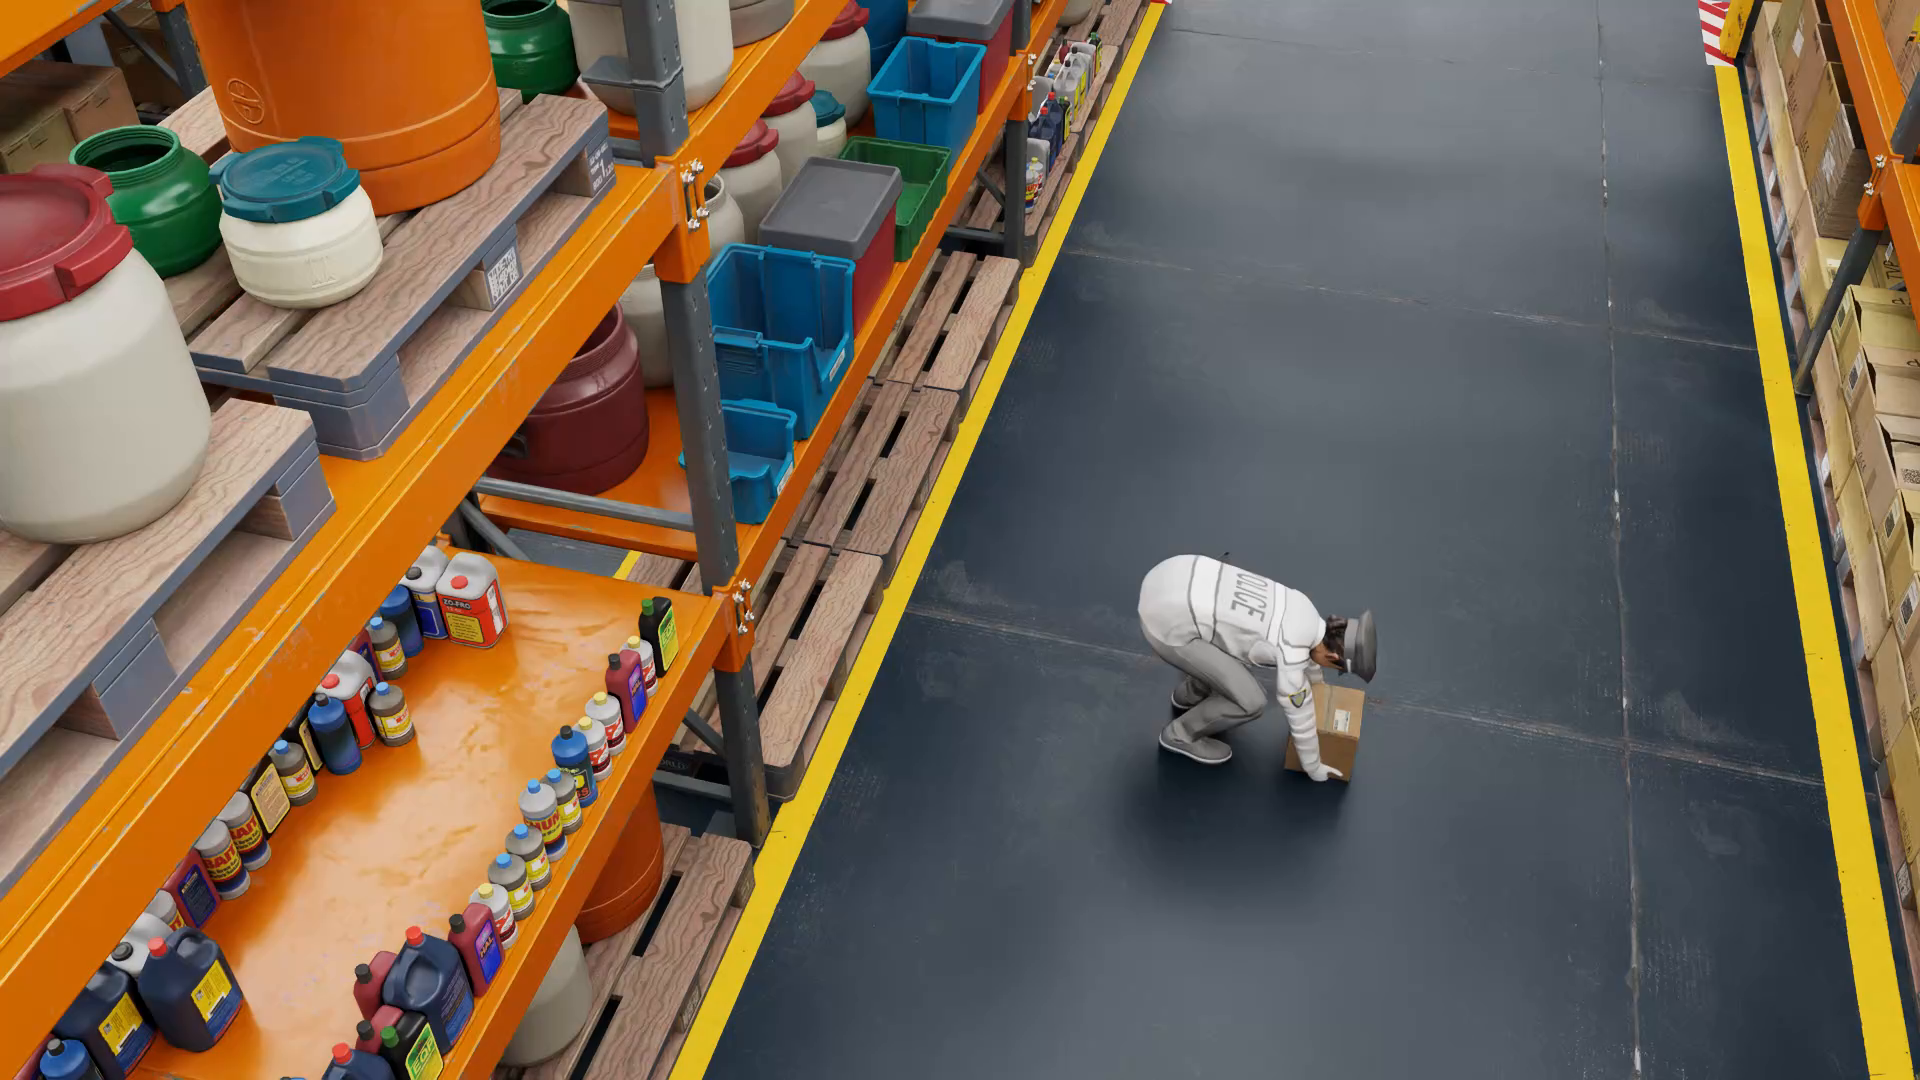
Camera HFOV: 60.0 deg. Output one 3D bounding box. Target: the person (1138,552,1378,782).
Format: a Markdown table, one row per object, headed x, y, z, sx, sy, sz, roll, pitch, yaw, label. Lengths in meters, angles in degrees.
| x | y | z | sx | sy | sz | roll | pitch | yaw | label |
| --- | --- | --- | --- | --- | --- | --- | --- | --- | --- |
| 1.105 | 0.468 | 6.277 | 0.894 | 0.833 | 0.468 | 8 | 42 | 9 | person |
